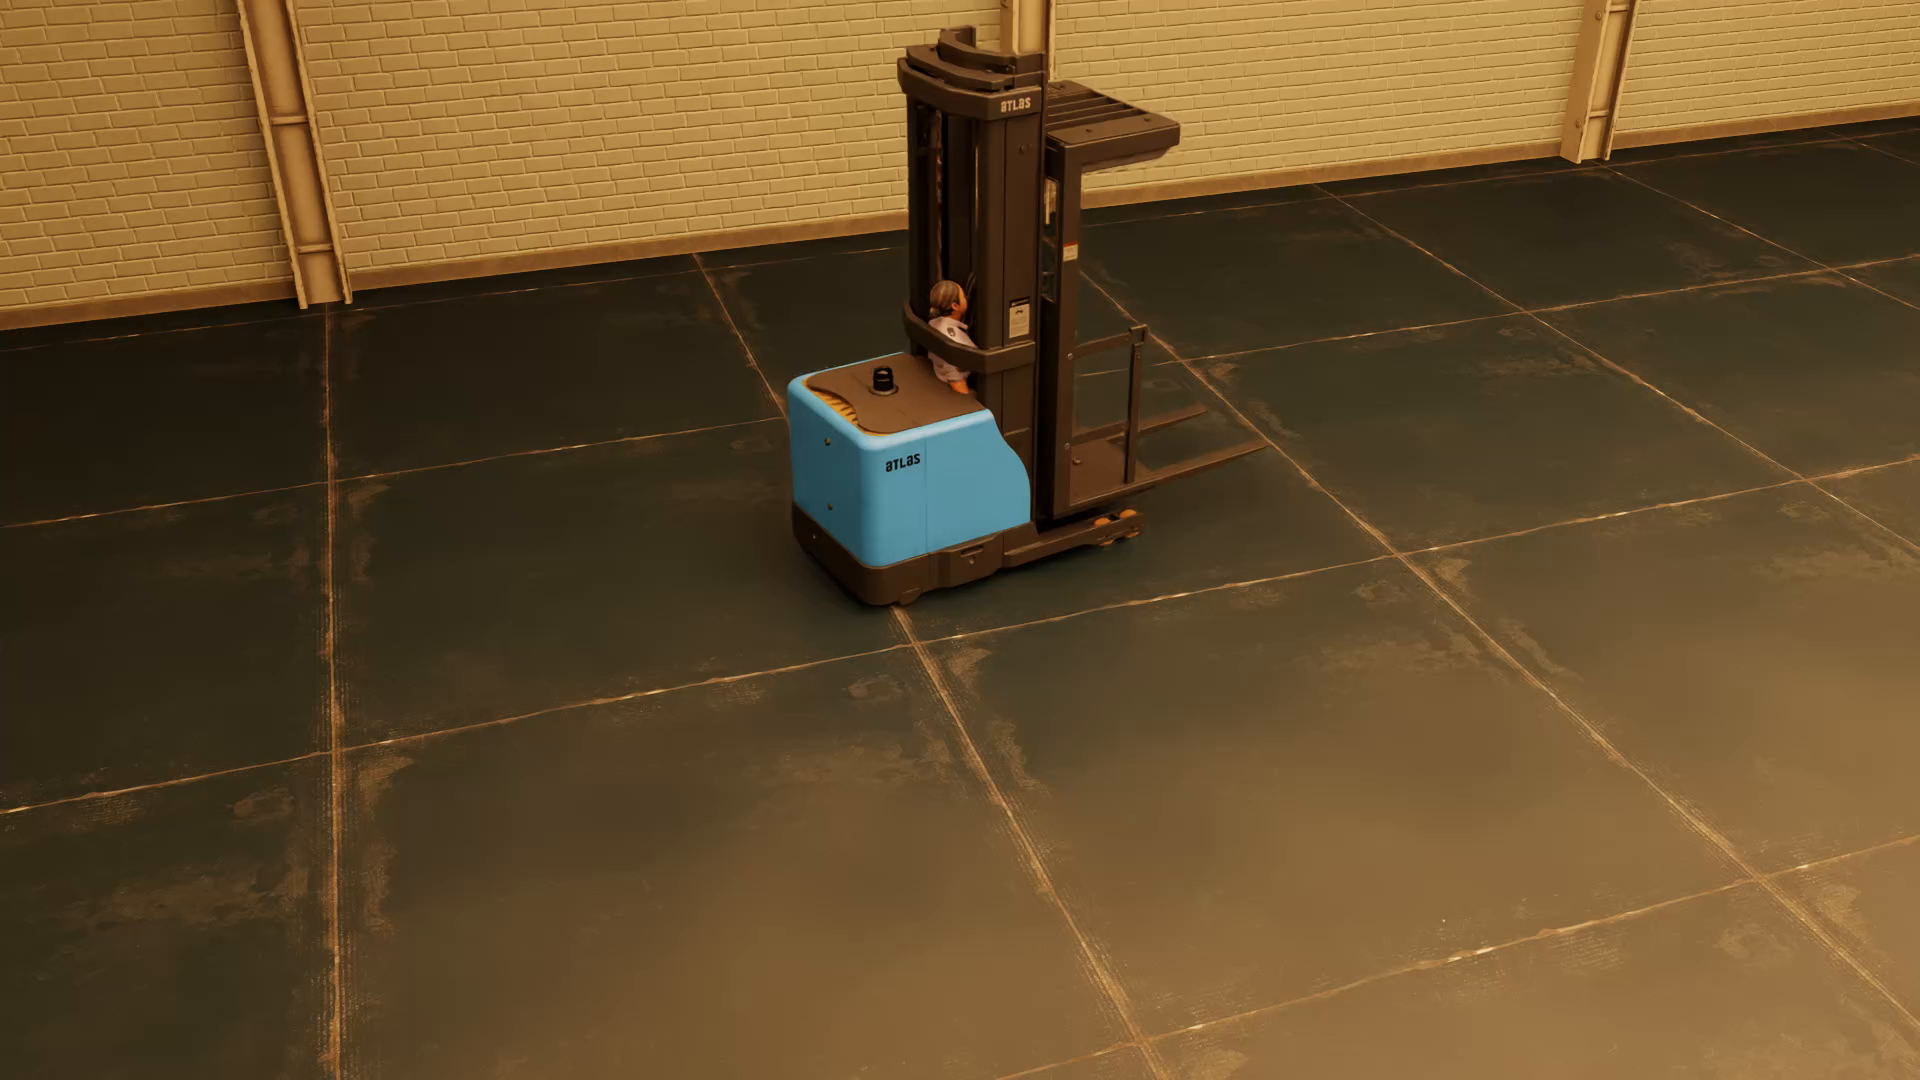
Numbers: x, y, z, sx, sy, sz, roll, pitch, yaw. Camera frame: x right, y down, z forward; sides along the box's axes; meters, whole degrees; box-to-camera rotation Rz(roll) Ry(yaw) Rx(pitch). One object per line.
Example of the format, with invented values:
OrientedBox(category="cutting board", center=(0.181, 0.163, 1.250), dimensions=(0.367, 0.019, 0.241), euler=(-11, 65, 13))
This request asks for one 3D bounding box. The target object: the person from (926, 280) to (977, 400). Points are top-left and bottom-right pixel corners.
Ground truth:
OrientedBox(category="person", center=(0.085, -0.722, 9.615), dimensions=(0.524, 1.646, 0.601), euler=(-10, 31, -16))

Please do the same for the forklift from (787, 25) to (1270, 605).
OrientedBox(category="forklift", center=(0.523, -1.442, 9.593), dimensions=(3.031, 2.935, 1.130), euler=(-17, 34, -27))
